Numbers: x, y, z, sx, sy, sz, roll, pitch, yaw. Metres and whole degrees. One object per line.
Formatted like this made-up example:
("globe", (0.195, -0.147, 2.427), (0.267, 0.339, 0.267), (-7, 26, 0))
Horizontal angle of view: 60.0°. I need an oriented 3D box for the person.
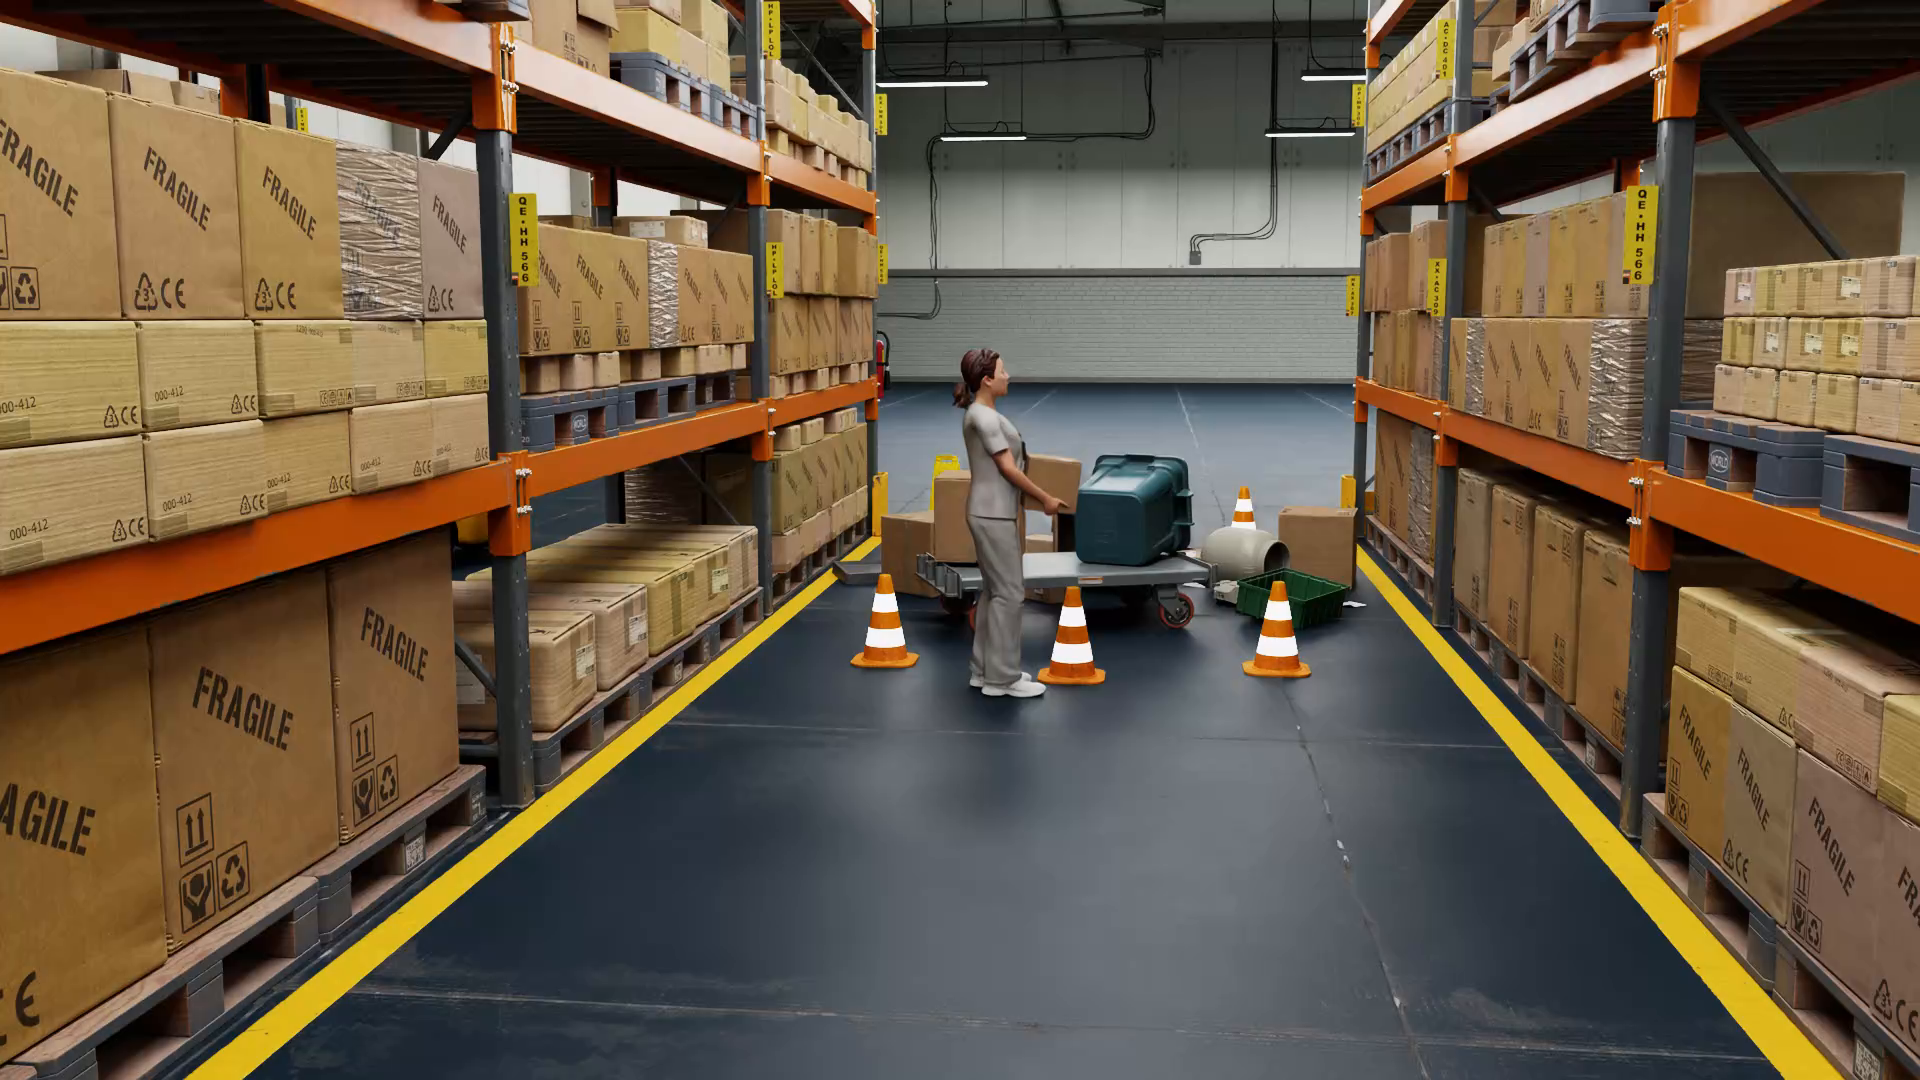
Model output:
("person", (0.235, -0.088, 8.004), (0.556, 1.665, 0.436), (0, 8, -2))
